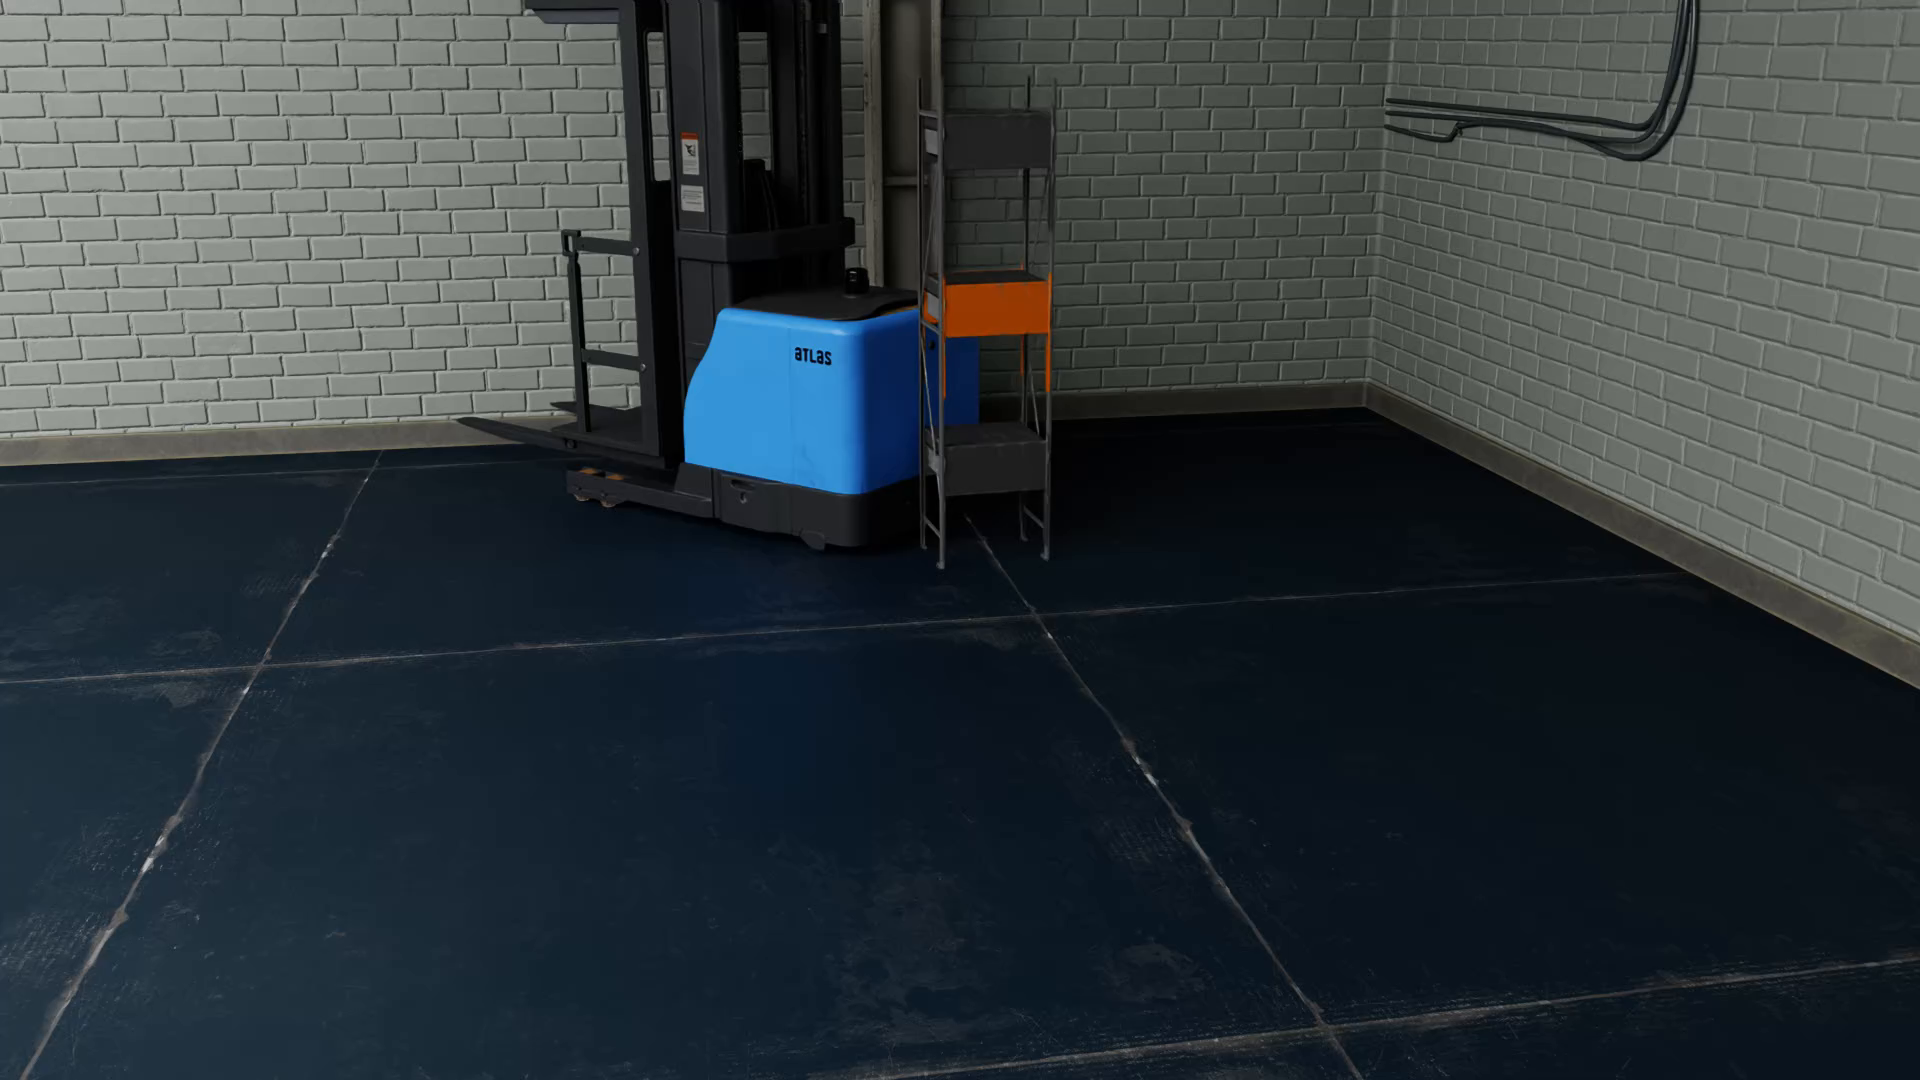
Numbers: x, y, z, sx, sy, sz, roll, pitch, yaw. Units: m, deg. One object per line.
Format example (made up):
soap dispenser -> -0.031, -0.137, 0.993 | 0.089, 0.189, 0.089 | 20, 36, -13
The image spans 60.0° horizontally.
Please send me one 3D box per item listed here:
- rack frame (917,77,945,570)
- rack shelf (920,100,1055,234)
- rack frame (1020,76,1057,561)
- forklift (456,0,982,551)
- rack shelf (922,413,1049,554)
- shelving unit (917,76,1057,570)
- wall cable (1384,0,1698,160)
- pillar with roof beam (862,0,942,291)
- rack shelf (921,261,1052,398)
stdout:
rack frame -> -0.127, -0.927, 7.254 | 0.015, 2.100, 0.400 | -5, 18, -14
rack shelf -> 0.108, -1.602, 7.113 | 0.480, 0.518, 0.431 | -5, 18, -14
rack frame -> 0.344, -0.964, 7.375 | 0.015, 2.100, 0.400 | -5, 18, -14
forklift -> -1.381, -1.674, 8.270 | 3.031, 2.935, 1.130 | 12, 21, 34
rack shelf -> 0.108, -0.263, 7.524 | 0.480, 0.518, 0.431 | -5, 18, -14
shelving unit -> 0.108, -0.946, 7.314 | 0.503, 2.100, 0.431 | -5, 18, -14
wall cable -> 2.821, -3.249, 8.351 | 0.112, 2.526, 3.097 | -3, 17, -10
pillar with roof beam -> 0.494, -3.709, 4.562 | 0.400, 9.000, 9.100 | -3, 17, -10
rack shelf -> 0.108, -0.933, 7.318 | 0.480, 0.518, 0.431 | -5, 18, -14
